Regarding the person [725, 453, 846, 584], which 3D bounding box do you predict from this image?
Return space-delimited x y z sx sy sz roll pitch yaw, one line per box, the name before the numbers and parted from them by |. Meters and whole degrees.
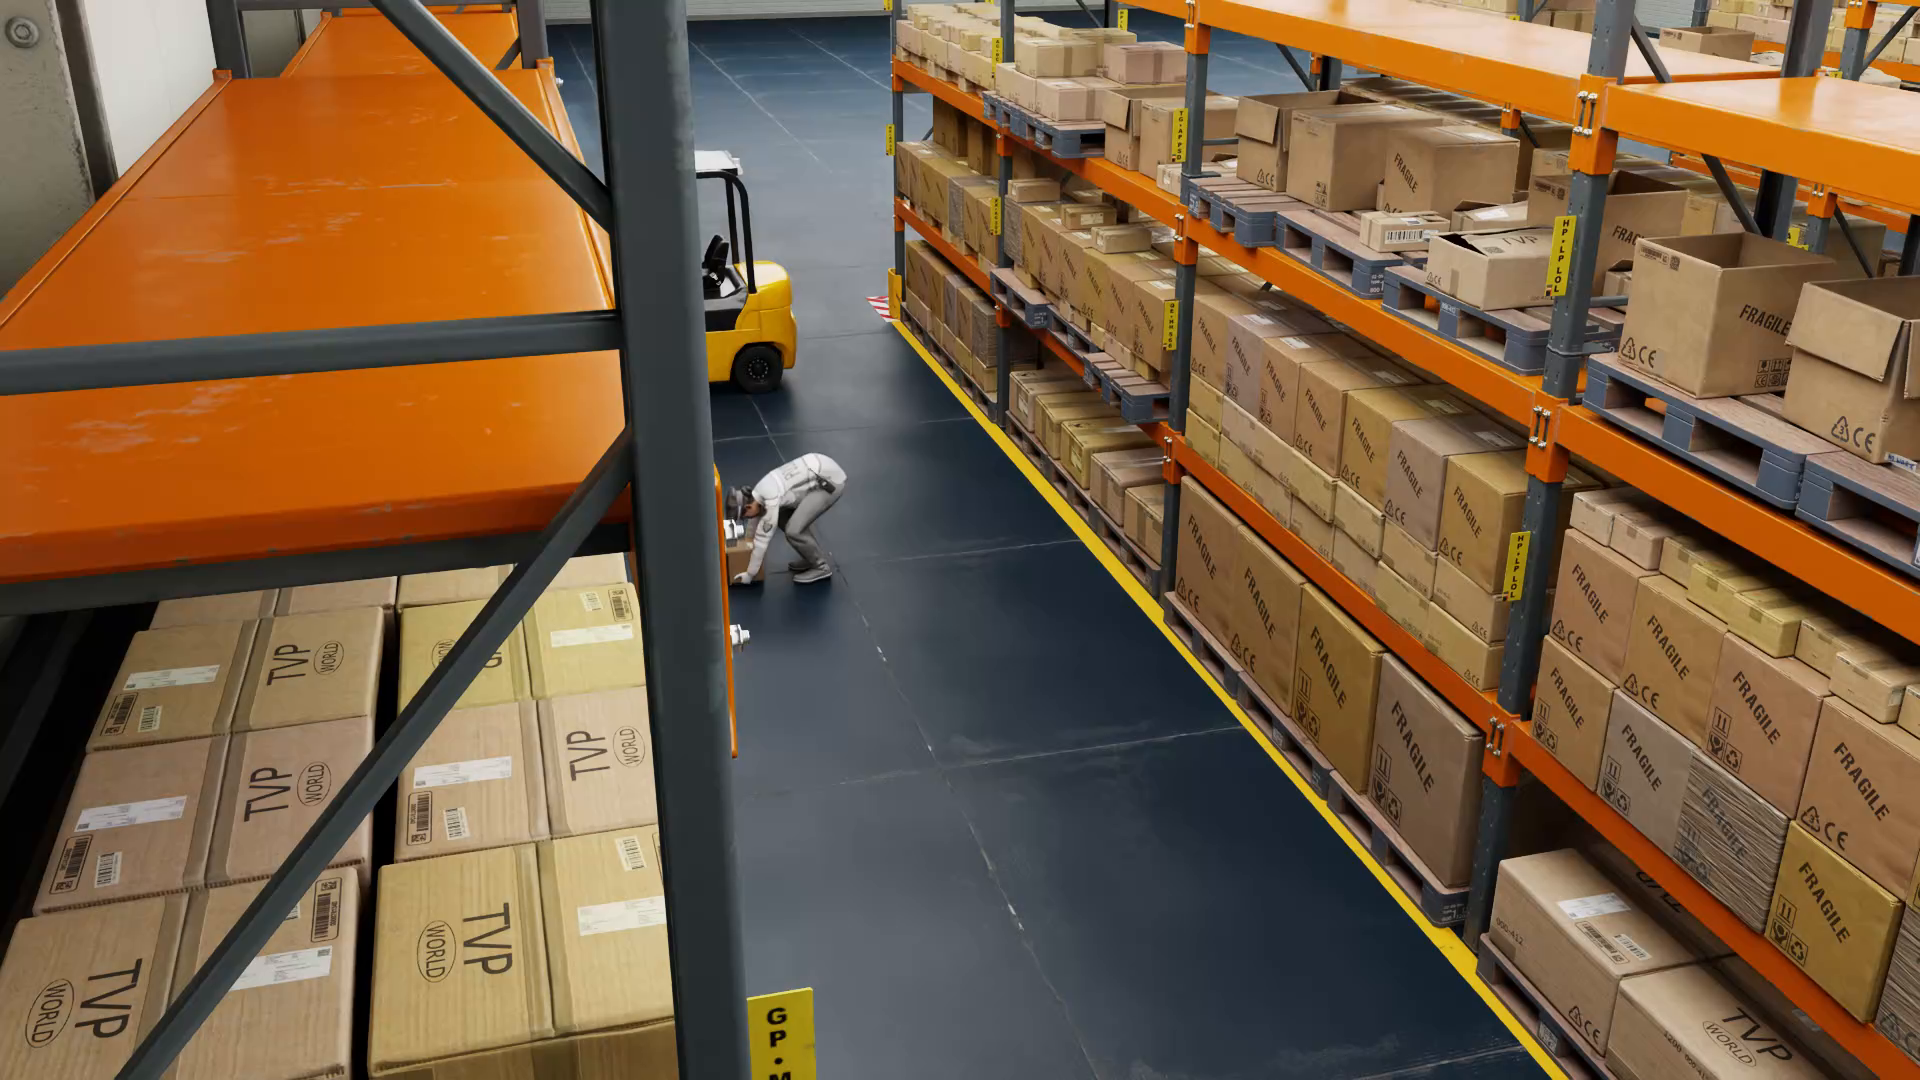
person | -1.249 -0.144 11.967 0.878 0.889 0.462 -7 24 -17
